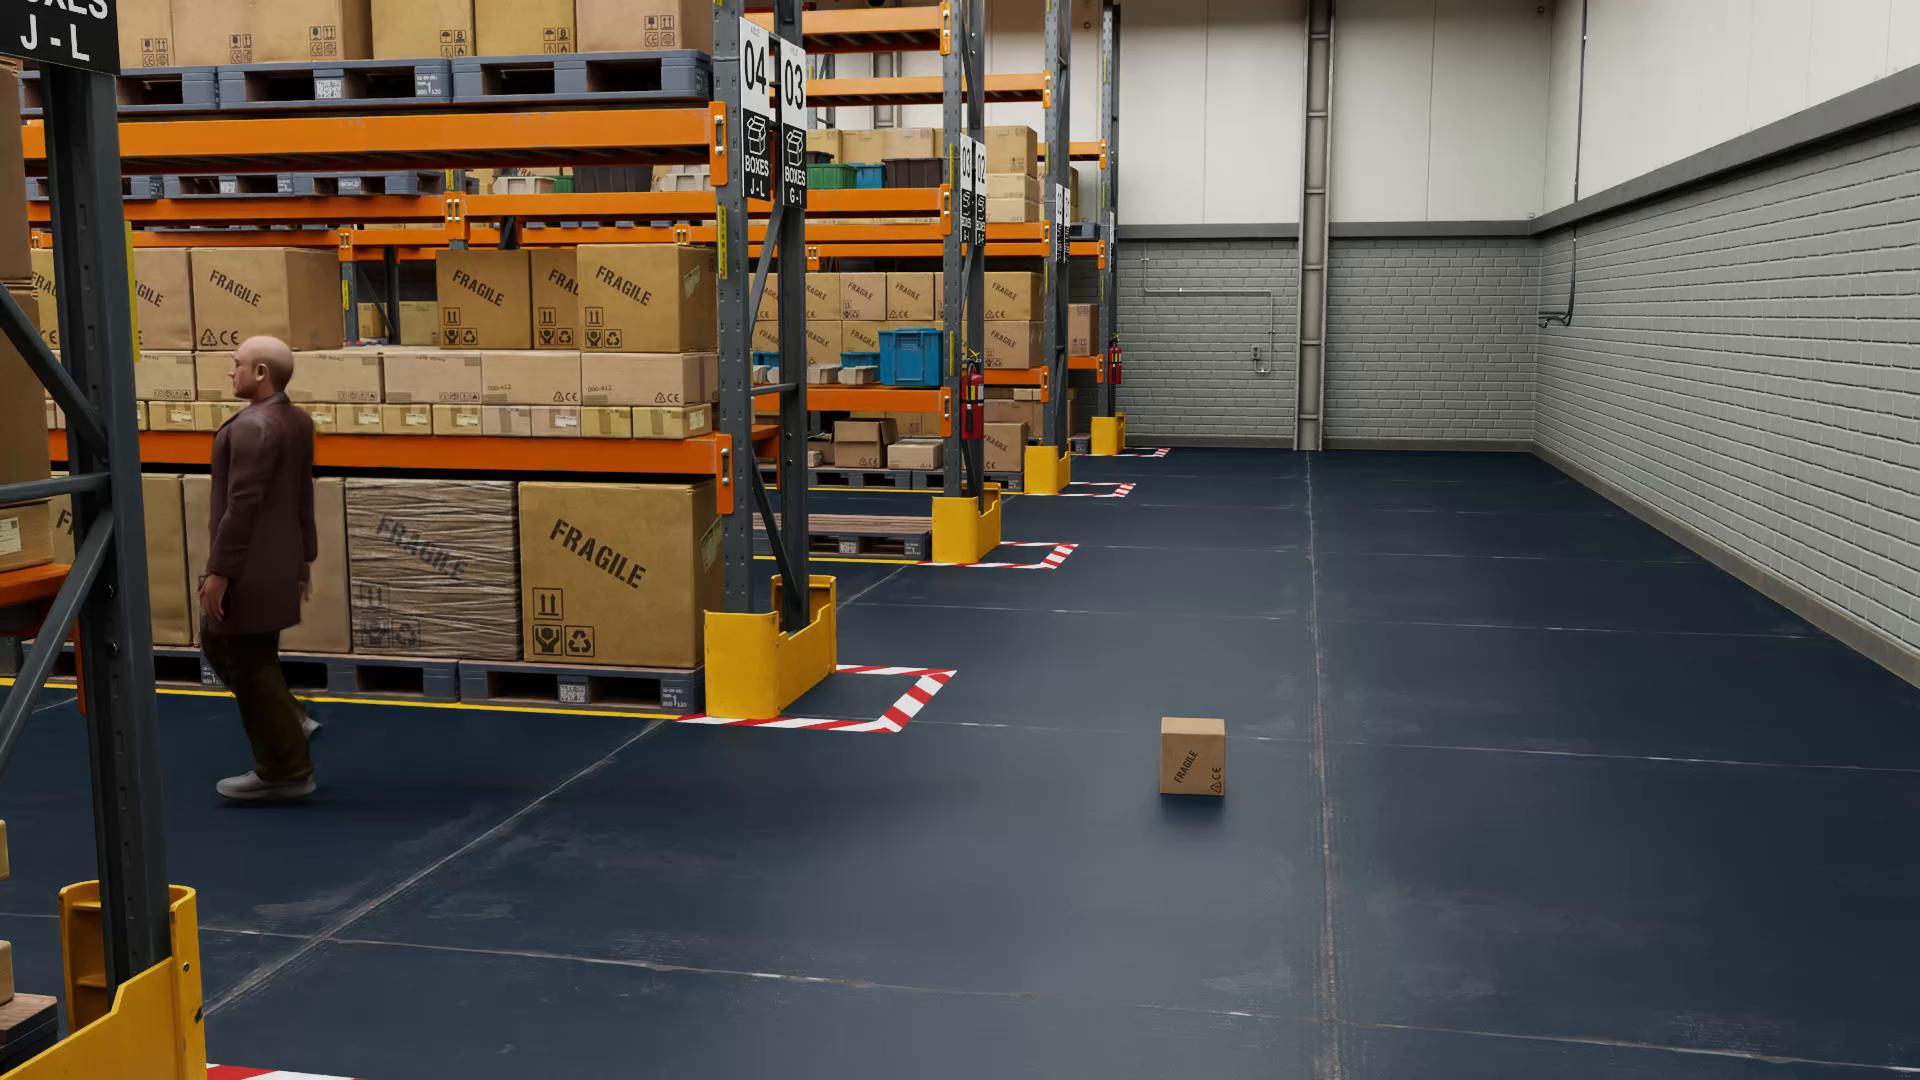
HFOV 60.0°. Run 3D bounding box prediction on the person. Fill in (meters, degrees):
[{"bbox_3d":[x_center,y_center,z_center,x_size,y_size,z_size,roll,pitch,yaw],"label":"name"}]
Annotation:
[{"bbox_3d":[-2.738,0.122,6.370,0.480,1.796,0.610,0,8,-3],"label":"person"}]
